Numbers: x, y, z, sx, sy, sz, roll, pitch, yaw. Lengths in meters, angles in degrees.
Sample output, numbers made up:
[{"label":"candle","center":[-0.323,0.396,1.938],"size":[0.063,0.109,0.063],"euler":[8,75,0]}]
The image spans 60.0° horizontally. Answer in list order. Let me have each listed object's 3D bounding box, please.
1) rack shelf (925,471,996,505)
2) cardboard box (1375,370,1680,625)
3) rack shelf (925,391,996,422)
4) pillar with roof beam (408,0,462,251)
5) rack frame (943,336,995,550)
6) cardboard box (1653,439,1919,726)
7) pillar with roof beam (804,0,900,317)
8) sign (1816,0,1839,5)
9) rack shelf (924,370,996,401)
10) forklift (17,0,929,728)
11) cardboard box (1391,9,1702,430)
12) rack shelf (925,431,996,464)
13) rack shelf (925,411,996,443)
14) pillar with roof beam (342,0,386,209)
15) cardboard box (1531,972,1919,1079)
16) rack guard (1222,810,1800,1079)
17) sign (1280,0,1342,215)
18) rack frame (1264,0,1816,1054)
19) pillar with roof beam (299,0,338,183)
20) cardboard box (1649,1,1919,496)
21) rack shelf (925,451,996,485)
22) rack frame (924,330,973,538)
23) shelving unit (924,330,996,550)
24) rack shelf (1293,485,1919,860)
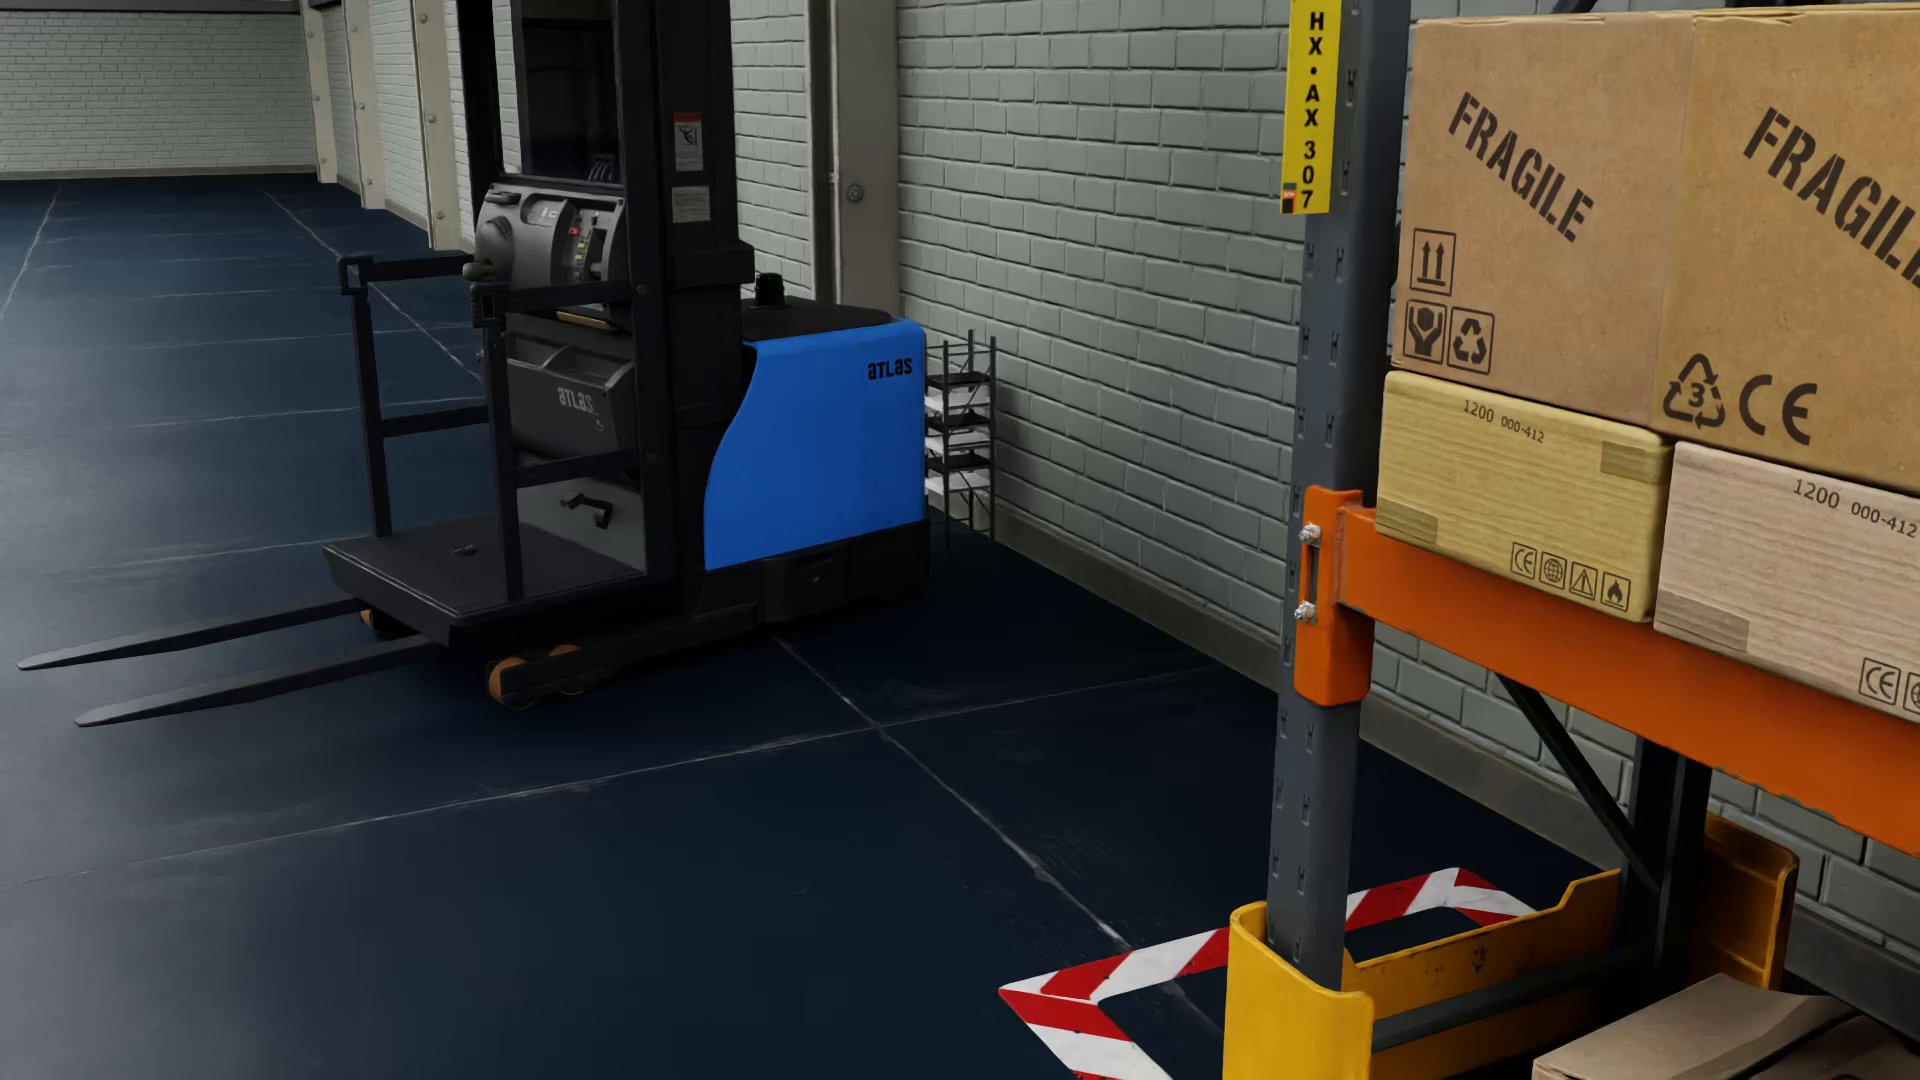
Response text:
[{"label":"rack shelf","center":[-0.004,-0.224,7.173],"size":[0.258,0.077,0.200],"euler":[-8,18,-25]},{"label":"cardboard box","center":[0.965,-0.102,2.403],"size":[0.500,0.250,0.500],"euler":[-8,18,-27]},{"label":"rack shelf","center":[-0.006,-0.570,7.073],"size":[0.258,0.077,0.200],"euler":[-8,18,-25]},{"label":"pillar with roof beam","center":[-9.634,-7.081,15.612],"size":[9.100,9.000,0.400],"euler":[-8,18,-25]},{"label":"rack frame","center":[0.040,-0.404,7.026],"size":[0.240,0.900,0.006],"euler":[-8,18,-25]},{"label":"cardboard box","center":[1.206,0.025,1.960],"size":[0.500,0.250,0.500],"euler":[-8,18,-27]},{"label":"pillar with roof beam","center":[-4.377,-4.106,5.244],"size":[9.100,9.000,0.400],"euler":[-8,18,-25]},{"label":"sign","center":[1.545,-1.094,2.953],"size":[0.100,0.325,0.005],"euler":[-8,18,-25]},{"label":"rack shelf","center":[-0.006,-0.657,7.048],"size":[0.258,0.077,0.200],"euler":[-8,18,-25]},{"label":"forklift","center":[-1.552,-1.024,5.505],"size":[3.031,2.935,1.130],"euler":[-14,21,-40]},{"label":"cardboard box","center":[0.976,-0.467,2.316],"size":[0.500,0.500,0.500],"euler":[-8,18,-25]},{"label":"rack shelf","center":[-0.005,-0.397,7.123],"size":[0.258,0.077,0.200],"euler":[-8,18,-25]},{"label":"rack shelf","center":[-0.005,-0.484,7.098],"size":[0.258,0.077,0.200],"euler":[-8,18,-25]},{"label":"pillar with roof beam","center":[-12.263,-8.569,20.797],"size":[9.100,9.000,0.400],"euler":[-8,18,-25]},{"label":"cardboard box","center":[1.259,0.940,2.615],"size":[0.500,0.311,0.500],"euler":[-10,19,-31]},{"label":"rack guard","center":[1.070,0.897,3.219],"size":[1.175,0.500,0.348],"euler":[-8,18,-25]},{"label":"sign","center":[0.549,-0.674,2.592],"size":[0.100,0.325,0.005],"euler":[-8,18,-25]},{"label":"rack frame","center":[1.037,-0.324,2.940],"size":[1.000,3.000,0.127],"euler":[-8,18,-25]},{"label":"pillar with roof beam","center":[-14.892,-10.057,25.981],"size":[9.100,9.000,0.400],"euler":[-8,18,-25]},{"label":"cardboard box","center":[1.183,-0.343,1.884],"size":[0.500,0.500,0.500],"euler":[-8,18,-25]},{"label":"rack shelf","center":[-0.005,-0.311,7.148],"size":[0.258,0.077,0.200],"euler":[-8,18,-25]},{"label":"rack frame","center":[-0.051,-0.454,7.201],"size":[0.240,0.900,0.006],"euler":[-8,18,-25]},{"label":"shelving unit","center":[-0.005,-0.429,7.114],"size":[0.258,0.900,0.210],"euler":[-8,18,-25]},{"label":"rack shelf","center":[1.913,0.518,1.311],"size":[1.077,0.370,4.000],"euler":[-8,18,-25]}]
